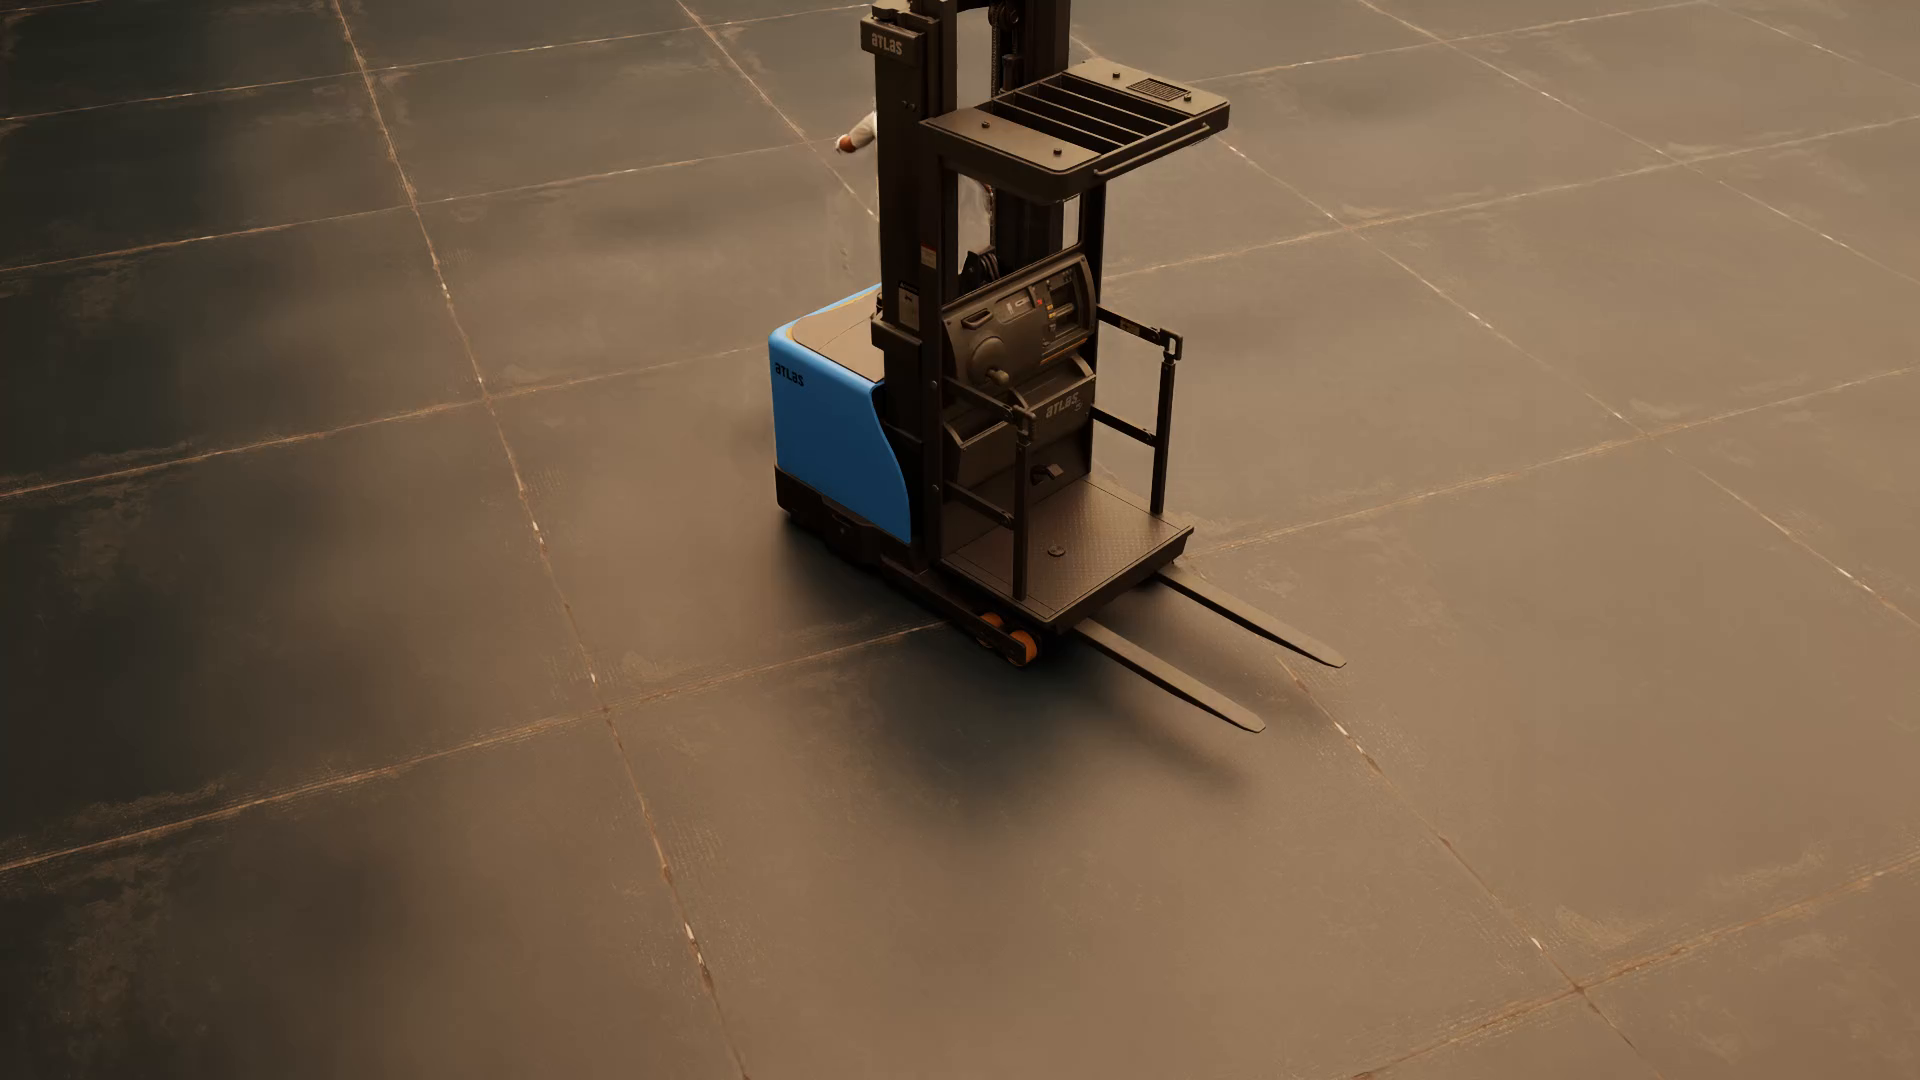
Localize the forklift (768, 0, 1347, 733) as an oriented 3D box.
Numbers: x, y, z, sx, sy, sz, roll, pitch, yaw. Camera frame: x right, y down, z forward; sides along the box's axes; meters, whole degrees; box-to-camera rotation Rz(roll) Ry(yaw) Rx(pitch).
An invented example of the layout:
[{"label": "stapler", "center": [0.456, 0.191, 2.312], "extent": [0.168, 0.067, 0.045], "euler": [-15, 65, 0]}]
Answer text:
[{"label": "forklift", "center": [0.432, -0.946, 7.429], "extent": [3.031, 2.935, 1.130], "euler": [30, 45, 35]}]

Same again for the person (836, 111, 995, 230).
[{"label": "person", "center": [-0.240, -2.095, 10.072], "extent": [1.020, 1.756, 0.754], "euler": [-1, 35, -2]}]
